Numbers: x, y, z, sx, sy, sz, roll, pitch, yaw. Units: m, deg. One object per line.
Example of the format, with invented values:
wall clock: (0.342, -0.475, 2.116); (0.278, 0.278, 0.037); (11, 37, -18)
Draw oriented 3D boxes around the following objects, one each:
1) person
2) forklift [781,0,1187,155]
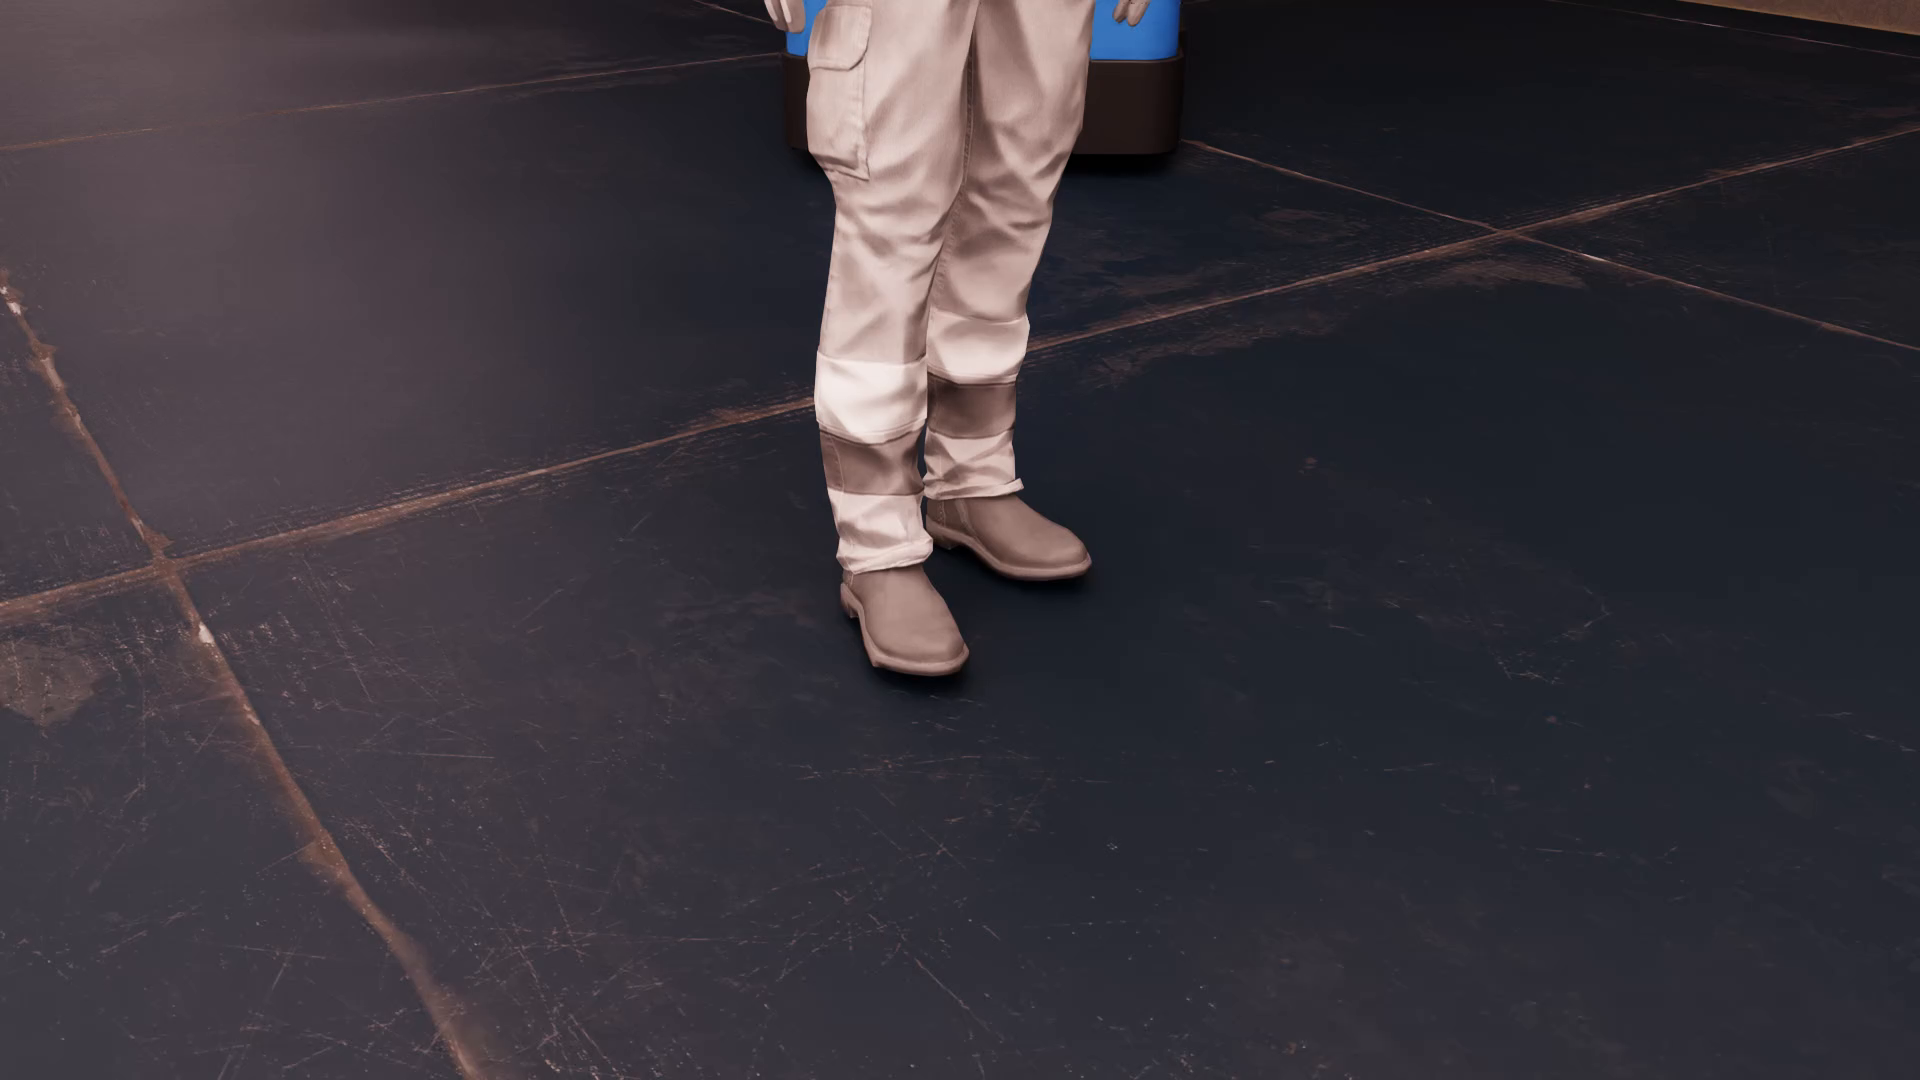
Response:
person: (0.038, -0.773, 2.030); (0.638, 1.789, 0.558); (-17, 31, -31)
forklift: (0.121, -2.937, 5.086); (1.130, 2.935, 3.031); (1, 27, 2)
